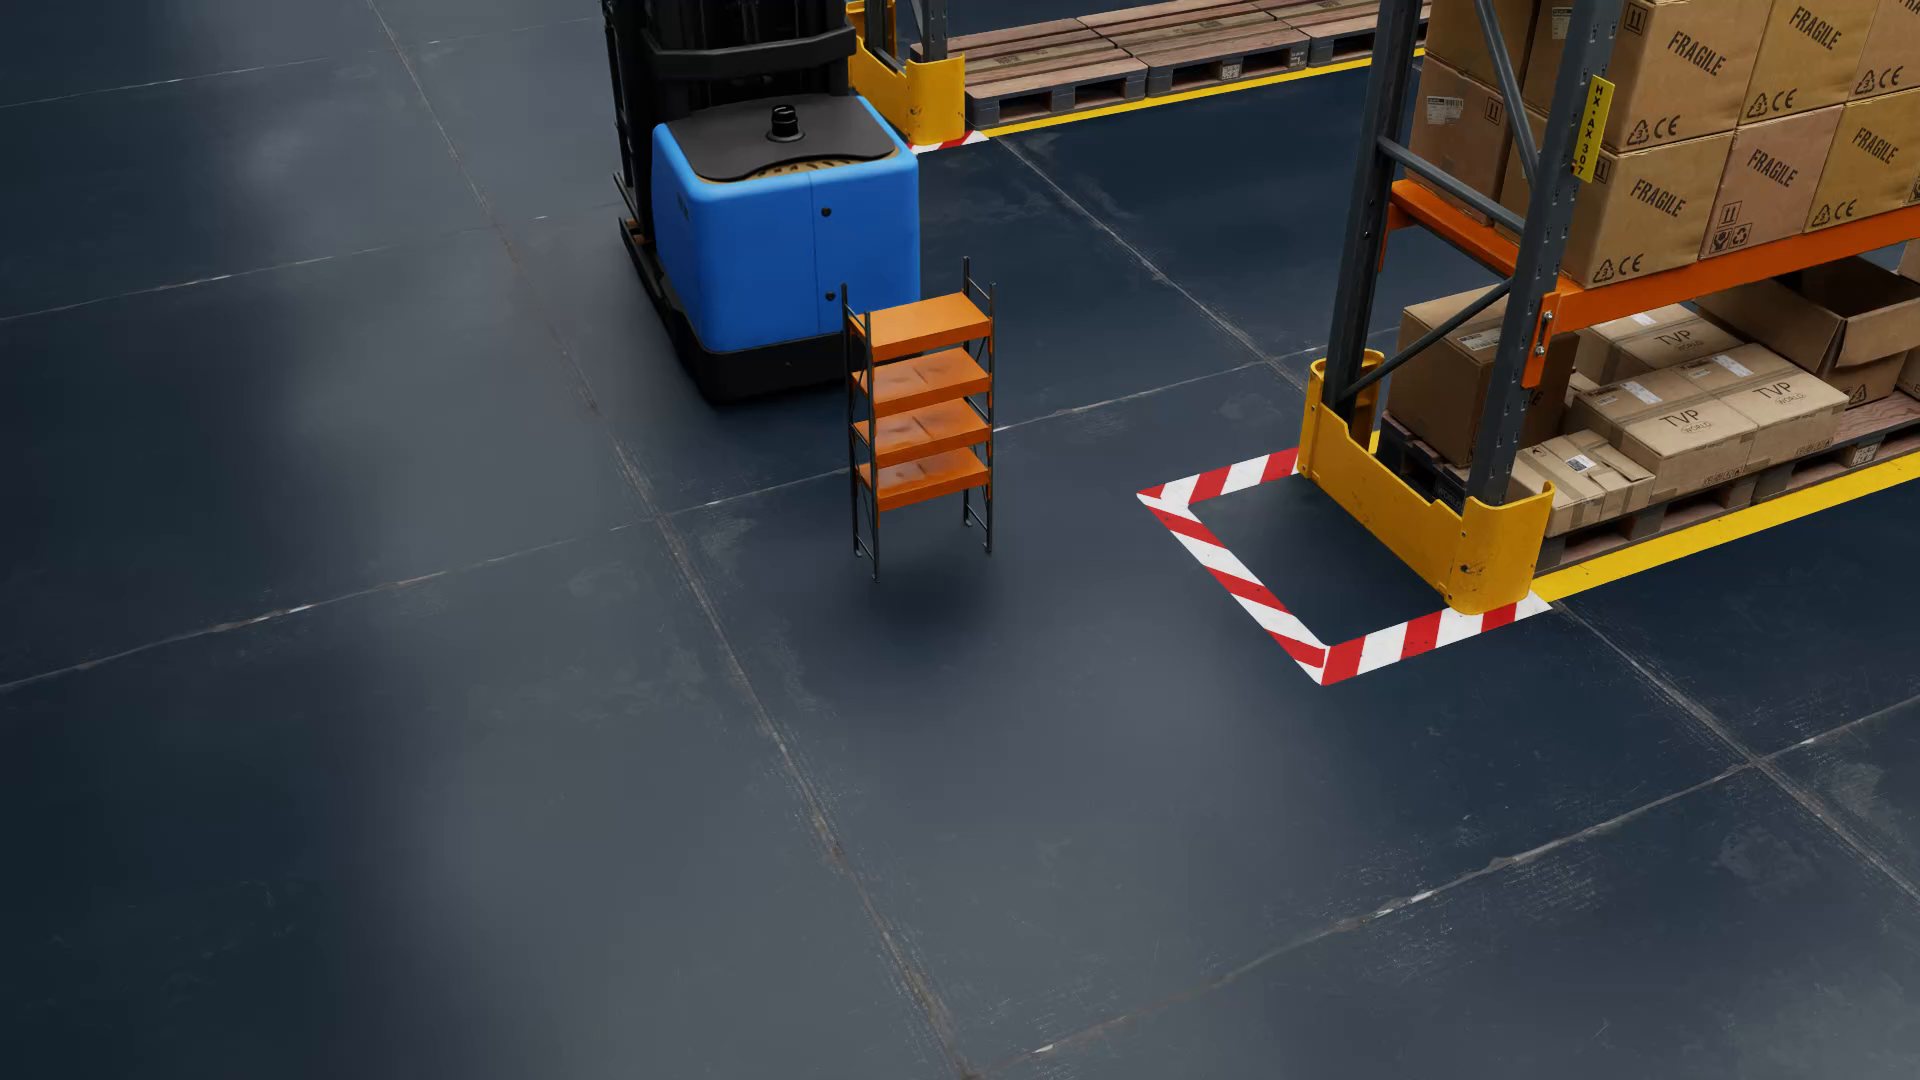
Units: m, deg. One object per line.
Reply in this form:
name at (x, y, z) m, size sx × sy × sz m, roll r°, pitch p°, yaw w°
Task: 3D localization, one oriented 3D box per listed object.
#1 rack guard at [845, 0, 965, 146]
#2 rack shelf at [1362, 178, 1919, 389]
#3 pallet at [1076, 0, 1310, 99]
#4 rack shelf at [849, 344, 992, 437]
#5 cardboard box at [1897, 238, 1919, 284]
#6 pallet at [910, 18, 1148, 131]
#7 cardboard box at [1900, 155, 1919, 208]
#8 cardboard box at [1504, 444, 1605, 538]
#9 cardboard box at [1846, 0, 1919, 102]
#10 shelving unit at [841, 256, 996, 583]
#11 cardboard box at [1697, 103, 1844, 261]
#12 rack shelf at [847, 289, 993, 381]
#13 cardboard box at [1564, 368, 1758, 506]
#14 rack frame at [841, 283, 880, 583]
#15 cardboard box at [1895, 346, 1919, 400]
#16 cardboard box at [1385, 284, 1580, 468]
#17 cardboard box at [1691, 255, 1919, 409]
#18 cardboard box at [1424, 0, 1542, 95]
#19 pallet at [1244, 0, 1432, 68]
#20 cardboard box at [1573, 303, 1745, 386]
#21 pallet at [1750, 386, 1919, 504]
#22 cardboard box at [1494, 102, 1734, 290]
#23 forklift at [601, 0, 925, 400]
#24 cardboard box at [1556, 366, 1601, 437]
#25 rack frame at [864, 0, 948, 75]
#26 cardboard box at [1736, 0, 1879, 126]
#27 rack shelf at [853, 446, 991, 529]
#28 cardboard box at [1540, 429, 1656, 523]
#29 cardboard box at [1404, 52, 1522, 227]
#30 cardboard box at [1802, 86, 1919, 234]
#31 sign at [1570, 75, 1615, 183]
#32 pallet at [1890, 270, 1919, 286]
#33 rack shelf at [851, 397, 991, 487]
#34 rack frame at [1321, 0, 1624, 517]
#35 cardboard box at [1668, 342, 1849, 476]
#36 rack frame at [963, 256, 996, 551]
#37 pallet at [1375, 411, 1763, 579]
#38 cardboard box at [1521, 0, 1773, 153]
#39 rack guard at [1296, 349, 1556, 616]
rack guard at (-0.354, -2.897, 10.237) m, size 0.348 × 0.500 × 1.175 m, roll -16°, pitch 39°, yaw -20°
rack shelf at (3.574, -1.460, 6.804) m, size 4.000 × 0.370 × 1.077 m, roll -16°, pitch 39°, yaw -20°
pallet at (1.528, -3.289, 11.007) m, size 1.213 × 0.211 × 1.003 m, roll -16°, pitch 39°, yaw -20°
rack shelf at (-0.150, -0.566, 6.243) m, size 0.480 × 0.148 × 0.258 m, roll -16°, pitch 39°, yaw -20°
cardboard box at (4.913, -1.362, 7.956) m, size 0.500 × 0.311 × 0.500 m, roll -16°, pitch 39°, yaw -20°
pallet at (0.425, -2.982, 10.594) m, size 1.213 × 0.211 × 1.003 m, roll -16°, pitch 39°, yaw -20°
cardboard box at (3.651, -1.637, 6.355) m, size 0.500 × 0.500 × 0.500 m, roll -15°, pitch 39°, yaw -19°
cardboard box at (2.289, -0.195, 6.518) m, size 0.250 × 0.149 × 0.380 m, roll -16°, pitch 39°, yaw -20°
cardboard box at (3.202, -1.915, 5.890) m, size 0.500 × 0.500 × 0.500 m, roll -15°, pitch 39°, yaw -19°
shelving unit at (-0.150, -0.440, 6.336) m, size 0.503 × 1.200 × 0.258 m, roll -16°, pitch 39°, yaw -20°
cardboard box at (2.742, -1.386, 6.017) m, size 0.500 × 0.500 × 0.500 m, roll -16°, pitch 39°, yaw -20°
rack shelf at (-0.150, -0.756, 6.102) m, size 0.480 × 0.148 × 0.258 m, roll -16°, pitch 39°, yaw -20°
cardboard box at (2.829, -0.426, 6.745) m, size 0.500 × 0.250 × 0.500 m, roll -16°, pitch 39°, yaw -20°
rack frame at (-0.371, -0.378, 6.253) m, size 0.015 × 1.200 × 0.240 m, roll -16°, pitch 39°, yaw -20°
cardboard box at (4.311, -0.865, 7.285) m, size 0.500 × 0.311 × 0.500 m, roll -16°, pitch 39°, yaw -20°
cardboard box at (2.151, -0.686, 6.885) m, size 0.500 × 0.500 × 0.500 m, roll -16°, pitch 39°, yaw -20°
cardboard box at (3.686, -0.951, 7.240) m, size 0.637 × 0.503 × 0.797 m, roll -16°, pitch 39°, yaw -20°
cardboard box at (2.050, -1.945, 5.931) m, size 0.500 × 0.500 × 0.500 m, roll -16°, pitch 39°, yaw -20°
pallet at (2.634, -3.600, 11.426) m, size 1.213 × 0.211 × 1.003 m, roll -16°, pitch 39°, yaw -20°
cardboard box at (3.024, -0.809, 7.262) m, size 0.500 × 0.250 × 0.500 m, roll -16°, pitch 39°, yaw -20°
pallet at (3.657, -0.650, 7.450) m, size 1.213 × 0.211 × 1.003 m, roll -16°, pitch 39°, yaw -20°
cardboard box at (2.277, -1.253, 5.837) m, size 0.500 × 0.500 × 0.500 m, roll -15°, pitch 39°, yaw -19°
forklift at (-1.158, -2.685, 7.910) m, size 1.130 × 2.935 × 3.031 m, roll -13°, pitch 38°, yaw -16°
cardboard box at (2.556, -0.606, 7.057) m, size 0.250 × 0.166 × 0.380 m, roll -16°, pitch 39°, yaw -20°
rack frame at (-0.338, -3.915, 9.510) m, size 0.127 × 3.000 × 1.000 m, roll -16°, pitch 39°, yaw -20°
cardboard box at (2.747, -1.791, 5.723) m, size 0.500 × 0.500 × 0.500 m, roll -15°, pitch 39°, yaw -19°
rack shelf at (-0.150, -0.226, 6.494) m, size 0.480 × 0.148 × 0.258 m, roll -16°, pitch 39°, yaw -20°
cardboard box at (2.515, -0.265, 6.598) m, size 0.250 × 0.166 × 0.380 m, roll -16°, pitch 39°, yaw -20°
cardboard box at (2.053, -1.543, 6.228) m, size 0.500 × 0.500 × 0.500 m, roll -14°, pitch 39°, yaw -19°
cardboard box at (3.198, -1.512, 6.186) m, size 0.500 × 0.500 × 0.500 m, roll -16°, pitch 39°, yaw -20°
sign at (1.994, -1.297, 5.255) m, size 0.005 × 0.325 × 0.100 m, roll -16°, pitch 39°, yaw -20°
pallet at (4.763, -0.961, 7.869) m, size 1.213 × 0.211 × 1.003 m, roll -16°, pitch 39°, yaw -20°
rack shelf at (-0.150, -0.386, 6.376) m, size 0.480 × 0.148 × 0.258 m, roll -16°, pitch 39°, yaw -20°
rack frame at (1.764, -1.242, 5.907) m, size 0.127 × 3.000 × 1.000 m, roll -16°, pitch 39°, yaw -20°
cardboard box at (3.282, -0.552, 6.916) m, size 0.500 × 0.250 × 0.500 m, roll -16°, pitch 39°, yaw -20°
rack frame at (0.071, -0.502, 6.419) m, size 0.015 × 1.200 × 0.240 m, roll -16°, pitch 39°, yaw -20°
pallet at (2.554, -0.344, 7.037) m, size 1.213 × 0.211 × 1.003 m, roll -16°, pitch 39°, yaw -20°
cardboard box at (2.277, -1.654, 5.539) m, size 0.500 × 0.500 × 0.500 m, roll -14°, pitch 39°, yaw -19°
rack guard at (1.832, -0.258, 6.678) m, size 0.348 × 0.500 × 1.175 m, roll -16°, pitch 39°, yaw -20°
